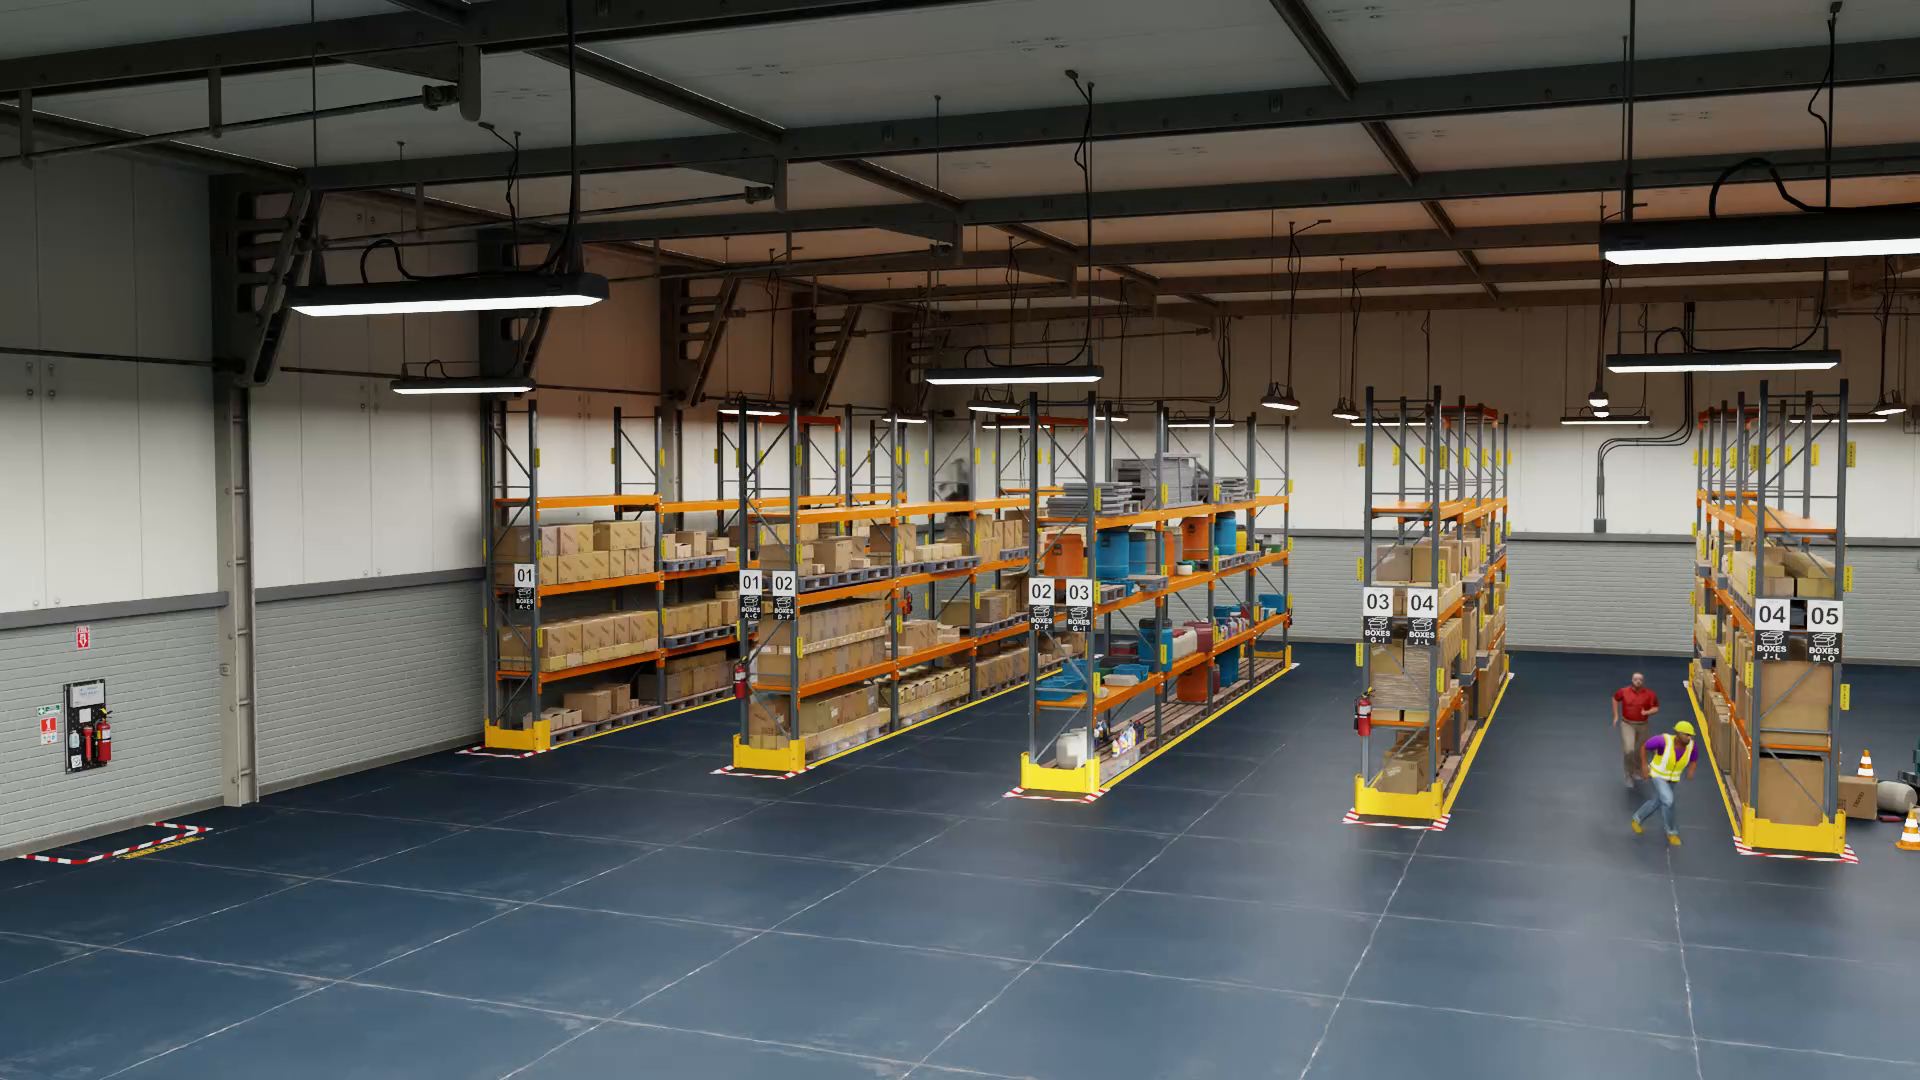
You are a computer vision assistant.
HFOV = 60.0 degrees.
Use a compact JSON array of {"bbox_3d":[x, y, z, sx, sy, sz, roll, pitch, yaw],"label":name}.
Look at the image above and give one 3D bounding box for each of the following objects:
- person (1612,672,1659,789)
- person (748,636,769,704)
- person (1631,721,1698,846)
[{"bbox_3d":[10.301,2.902,25.348,0.628,1.790,0.855,1,3,14],"label":"person"},{"bbox_3d":[-3.653,2.625,30.432,0.690,1.752,0.664,1,3,21],"label":"person"},{"bbox_3d":[9.231,3.139,21.780,0.706,1.653,1.035,-1,3,-12],"label":"person"}]
